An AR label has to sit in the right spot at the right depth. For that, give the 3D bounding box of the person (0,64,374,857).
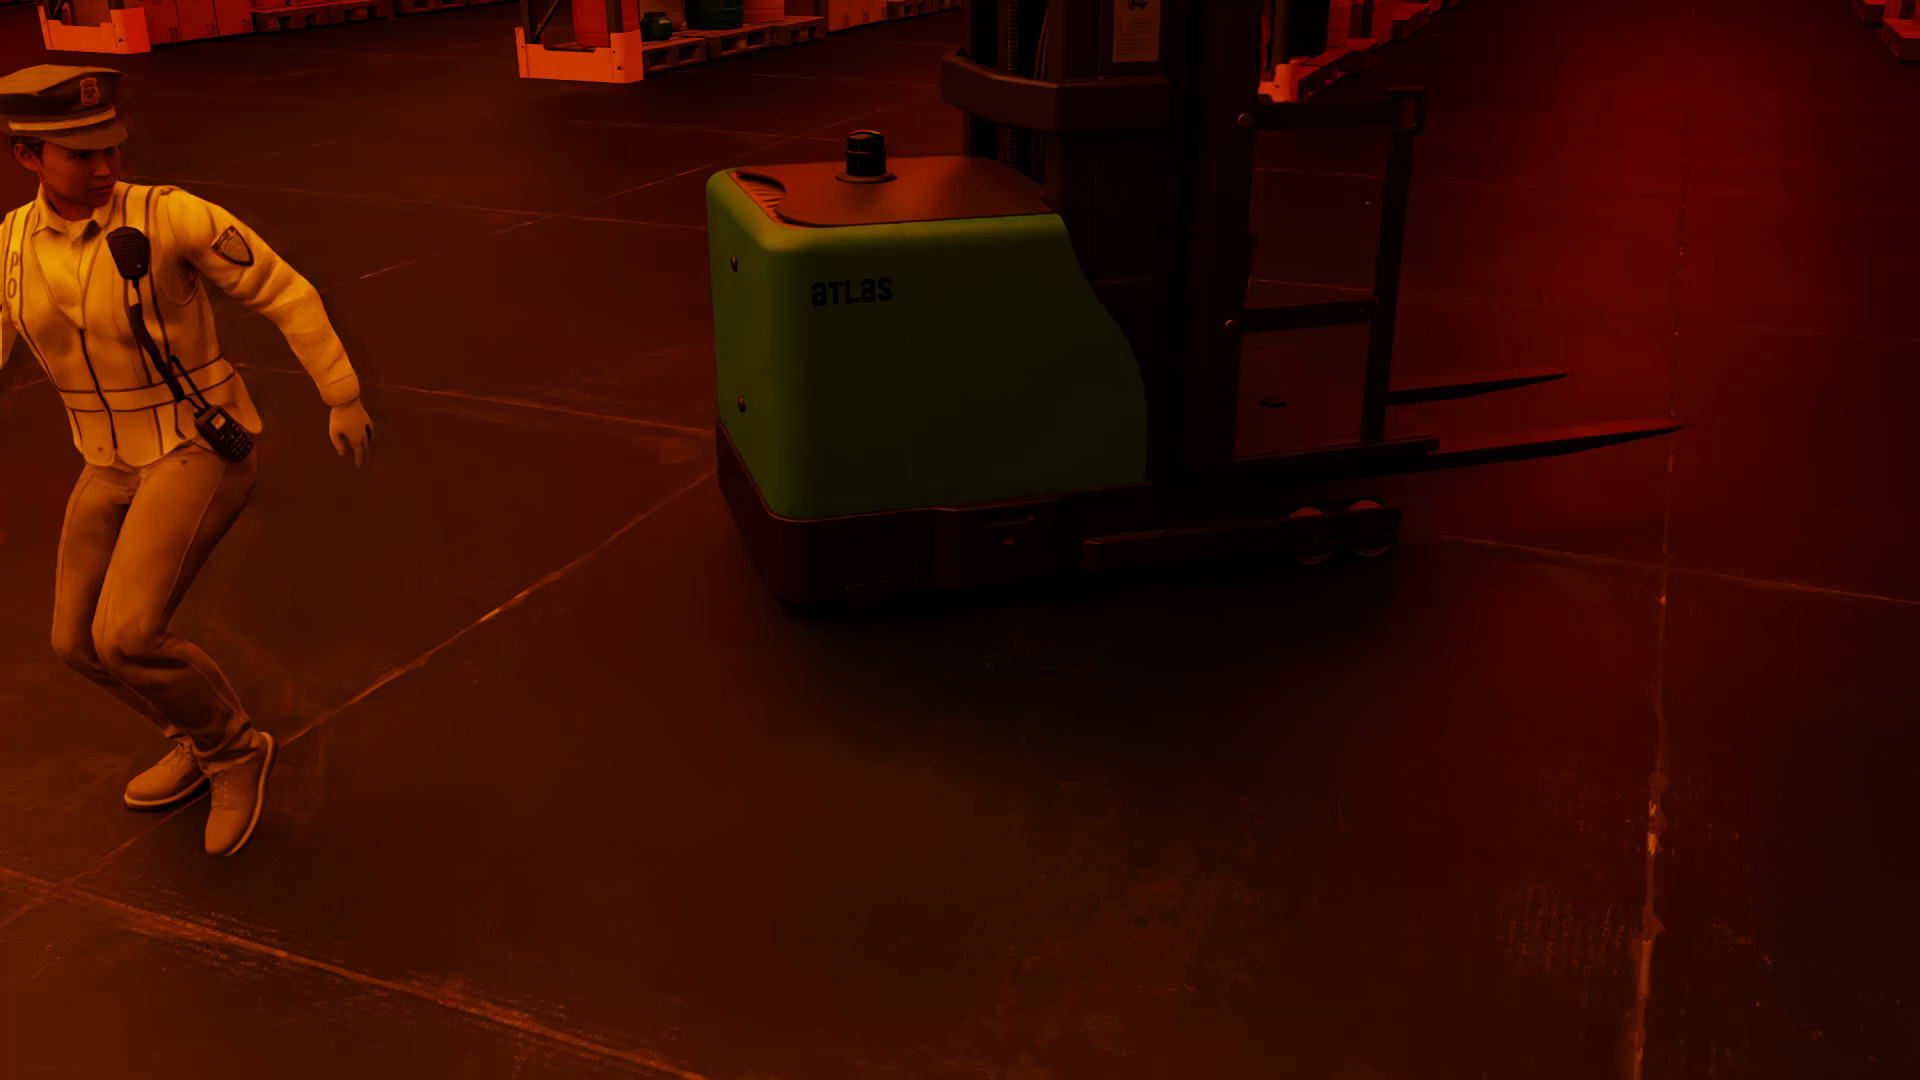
[{"bbox_3d":[-1.660,-0.138,3.395,0.654,1.613,0.671,9,24,20],"label":"person"}]

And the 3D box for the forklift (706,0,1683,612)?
[{"bbox_3d":[0.805,-1.468,4.805,3.031,2.935,1.130,-7,24,-16],"label":"forklift"}]
